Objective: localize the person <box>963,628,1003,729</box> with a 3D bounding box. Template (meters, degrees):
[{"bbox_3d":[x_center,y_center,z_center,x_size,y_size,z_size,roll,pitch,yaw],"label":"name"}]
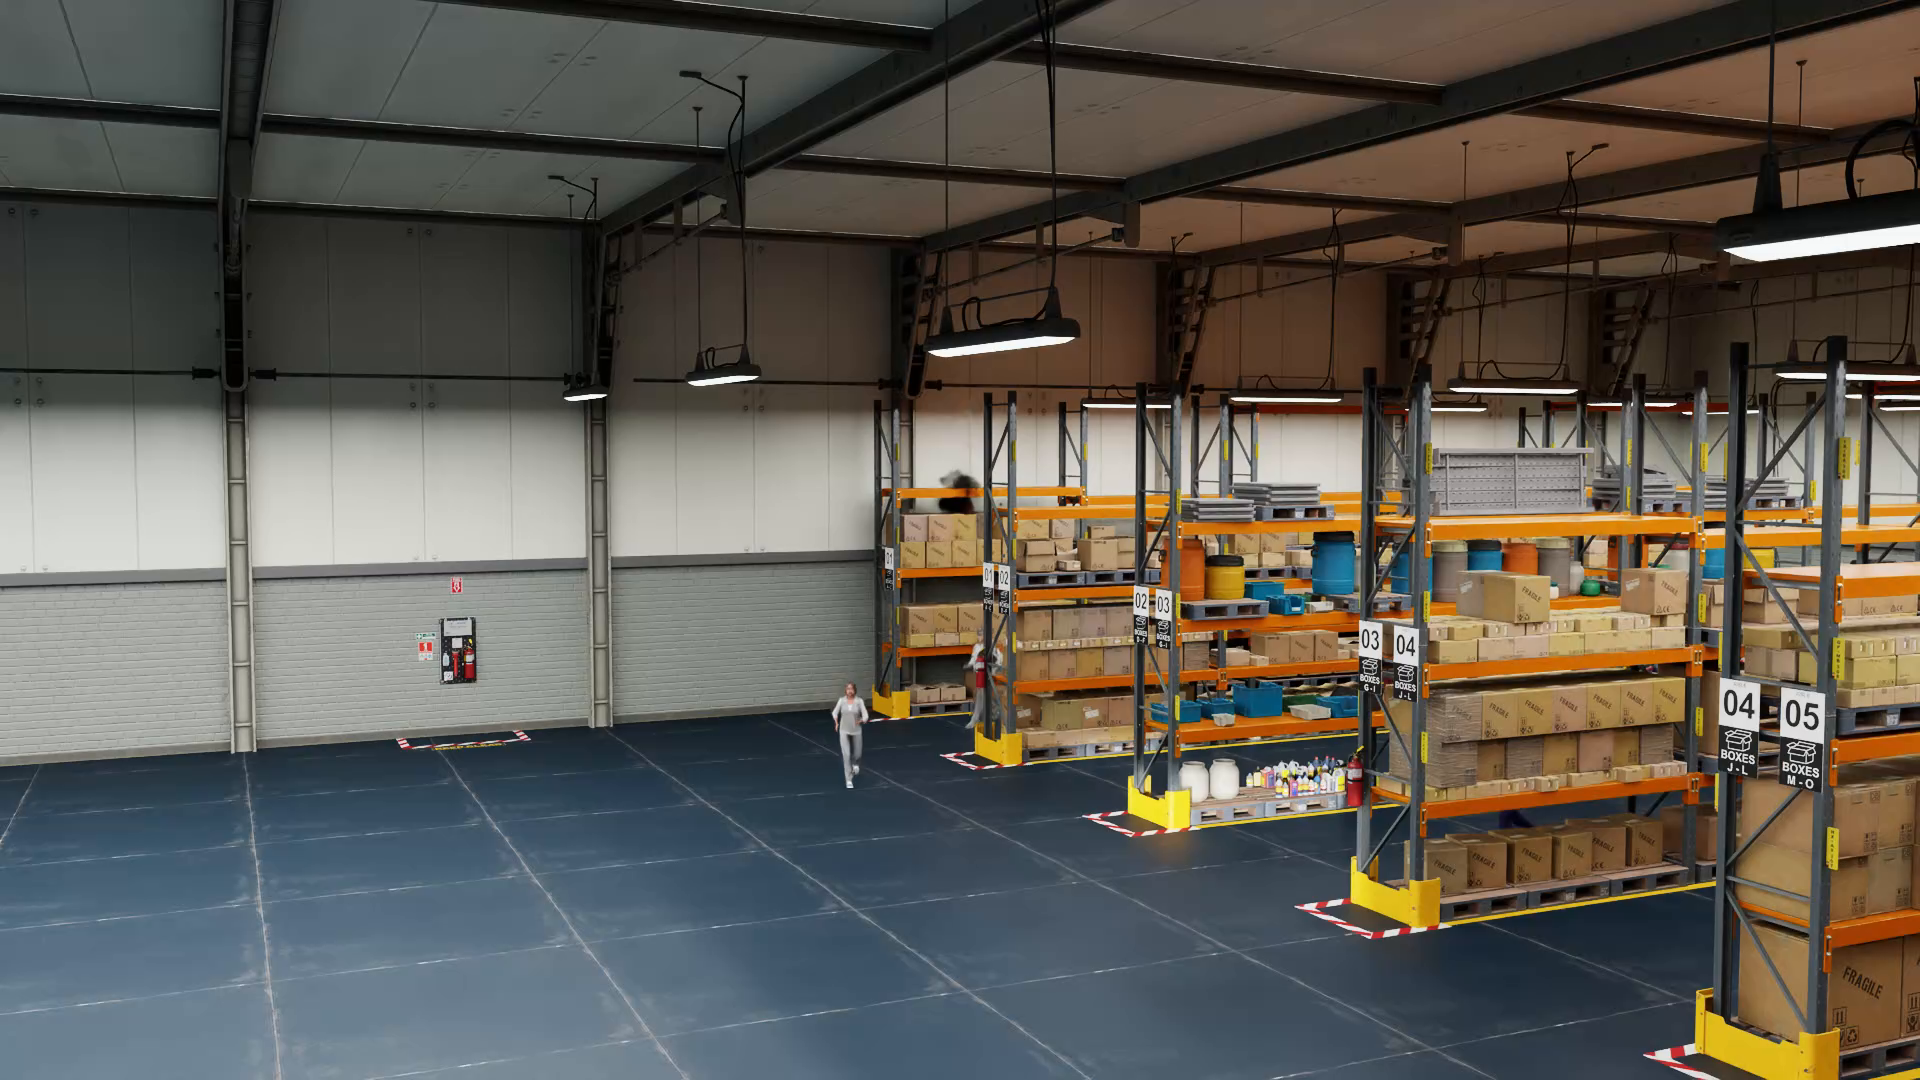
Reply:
[{"bbox_3d":[0.424,2.384,28.976,0.795,1.739,0.641,-3,4,-41],"label":"person"}]

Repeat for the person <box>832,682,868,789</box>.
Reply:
[{"bbox_3d":[-1.660,2.919,25.099,0.547,1.563,0.755,0,3,-3],"label":"person"}]

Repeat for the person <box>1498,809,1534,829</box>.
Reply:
[{"bbox_3d":[6.964,3.102,21.007,0.941,1.632,0.607,-2,4,-26],"label":"person"}]
